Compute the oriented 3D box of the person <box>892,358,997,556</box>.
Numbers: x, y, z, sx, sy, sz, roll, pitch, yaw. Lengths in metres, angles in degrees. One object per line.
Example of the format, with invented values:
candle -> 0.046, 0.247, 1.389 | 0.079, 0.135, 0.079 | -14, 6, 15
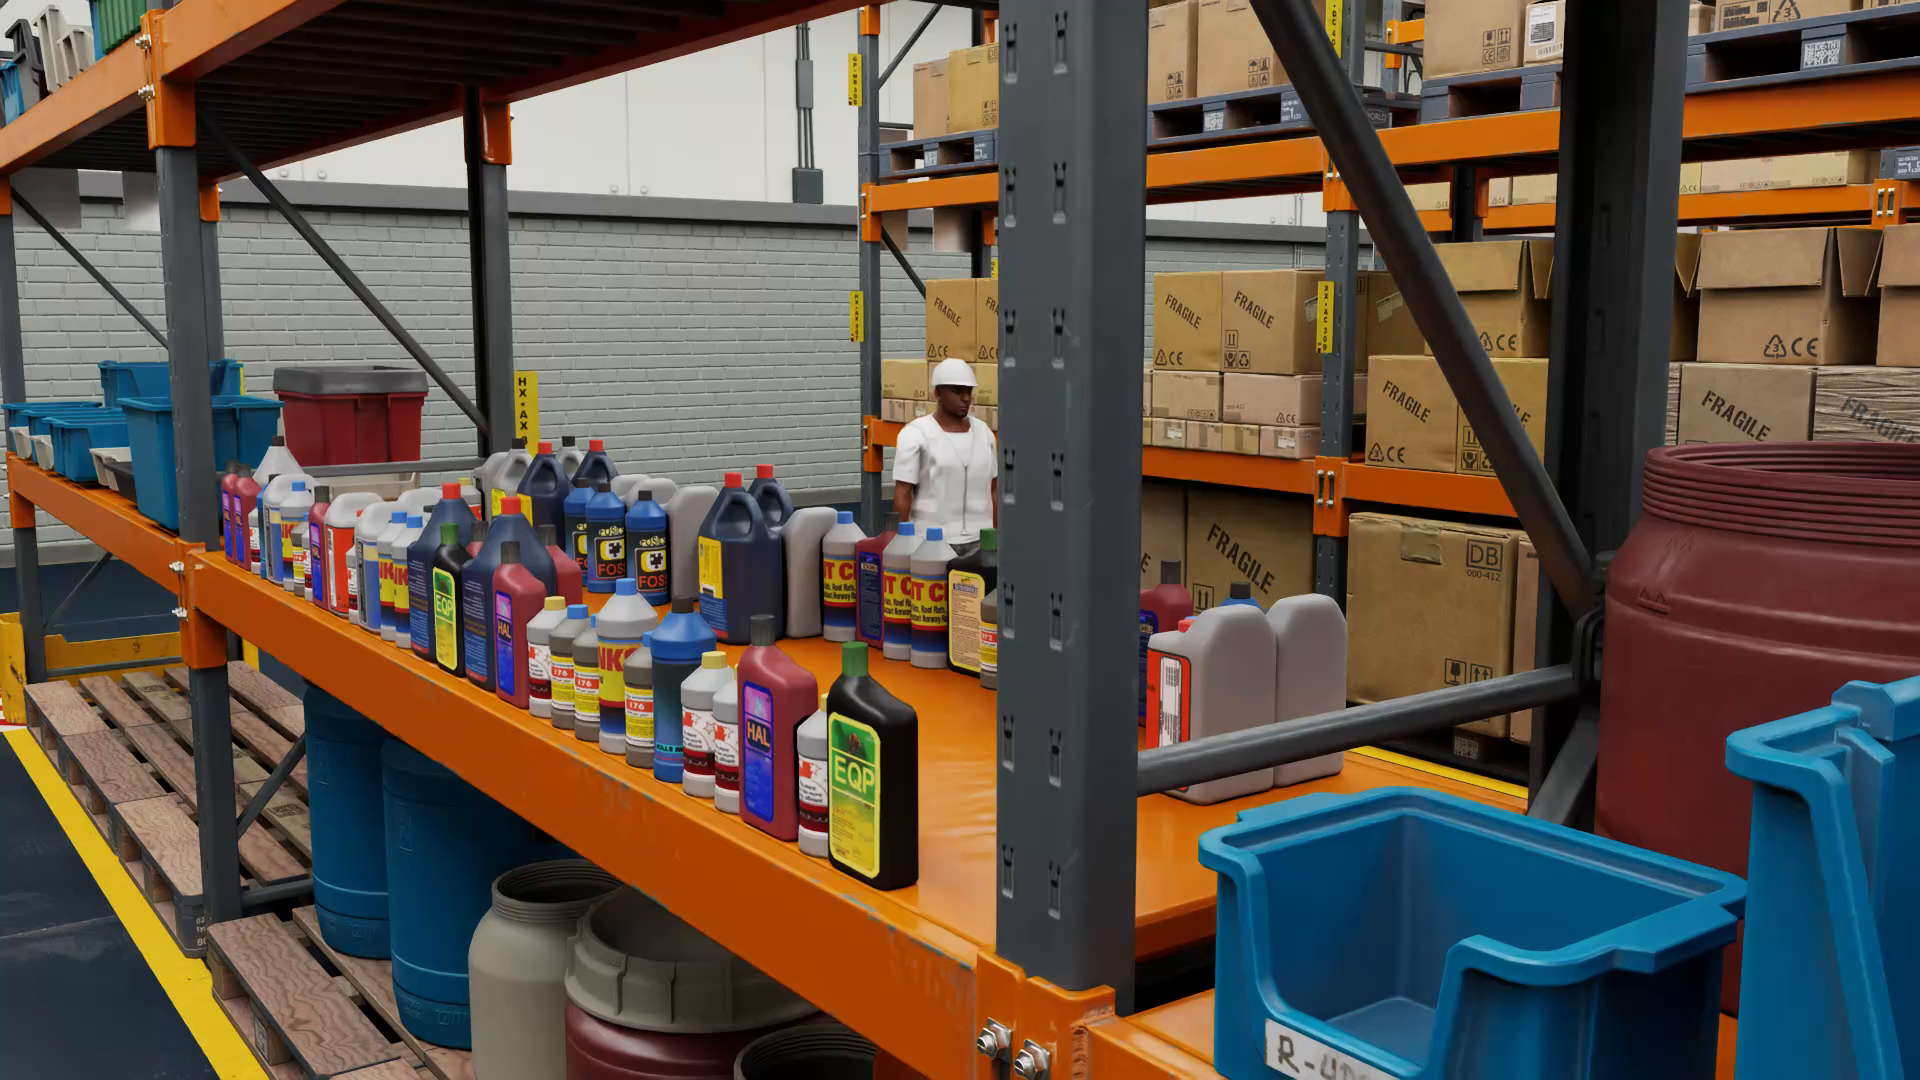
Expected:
person -> 0.016, 0.014, 8.039 | 0.605, 1.768, 0.594 | -4, 8, -25
